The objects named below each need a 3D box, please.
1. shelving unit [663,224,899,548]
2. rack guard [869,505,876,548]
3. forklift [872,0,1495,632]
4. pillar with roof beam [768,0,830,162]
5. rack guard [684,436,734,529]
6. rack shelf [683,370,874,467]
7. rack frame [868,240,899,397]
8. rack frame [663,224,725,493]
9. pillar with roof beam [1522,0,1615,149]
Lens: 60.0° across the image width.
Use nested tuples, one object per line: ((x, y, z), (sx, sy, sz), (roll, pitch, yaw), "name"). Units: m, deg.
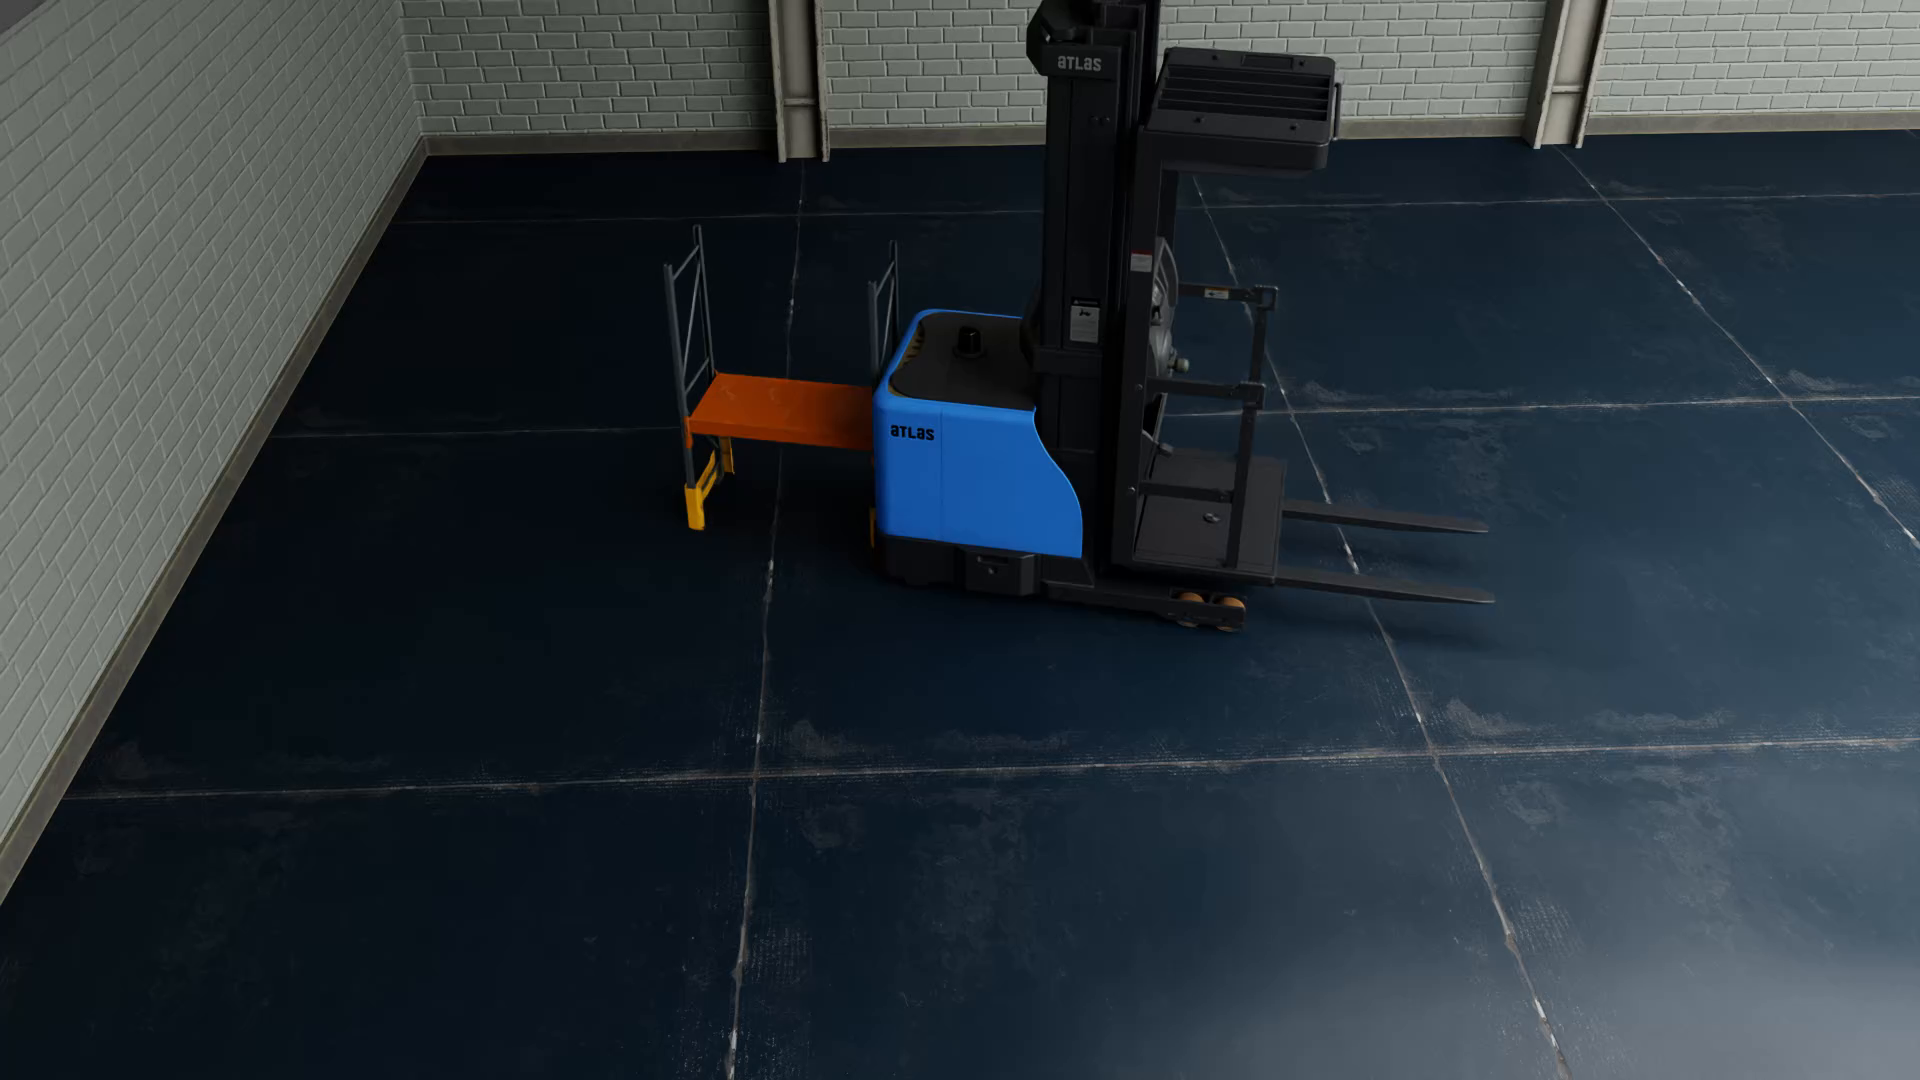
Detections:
((-0.865, -0.787, 8.569), (1.083, 1.500, 0.587), (6, 35, 9), "shelving unit")
((-0.376, -0.221, 8.849), (0.087, 0.250, 0.587), (6, 35, 9), "rack guard")
((1.138, -1.090, 7.750), (3.031, 2.935, 1.130), (7, 35, 10), "forklift")
((-1.029, -4.305, 7.063), (0.400, 9.000, 9.100), (-2, 35, -2), "pillar with roof beam")
((-1.355, -0.325, 9.001), (0.087, 0.250, 0.587), (6, 35, 9), "rack guard")
((-0.874, -0.640, 8.673), (1.000, 0.185, 0.538), (6, 35, 9), "rack shelf")
((-0.374, -0.734, 8.493), (0.032, 1.500, 0.500), (6, 35, 9), "rack frame")
((-1.374, -0.841, 8.648), (0.032, 1.500, 0.500), (6, 35, 9), "rack frame")
((4.965, -4.467, 7.296), (0.400, 9.000, 9.100), (-2, 35, -2), "pillar with roof beam")
